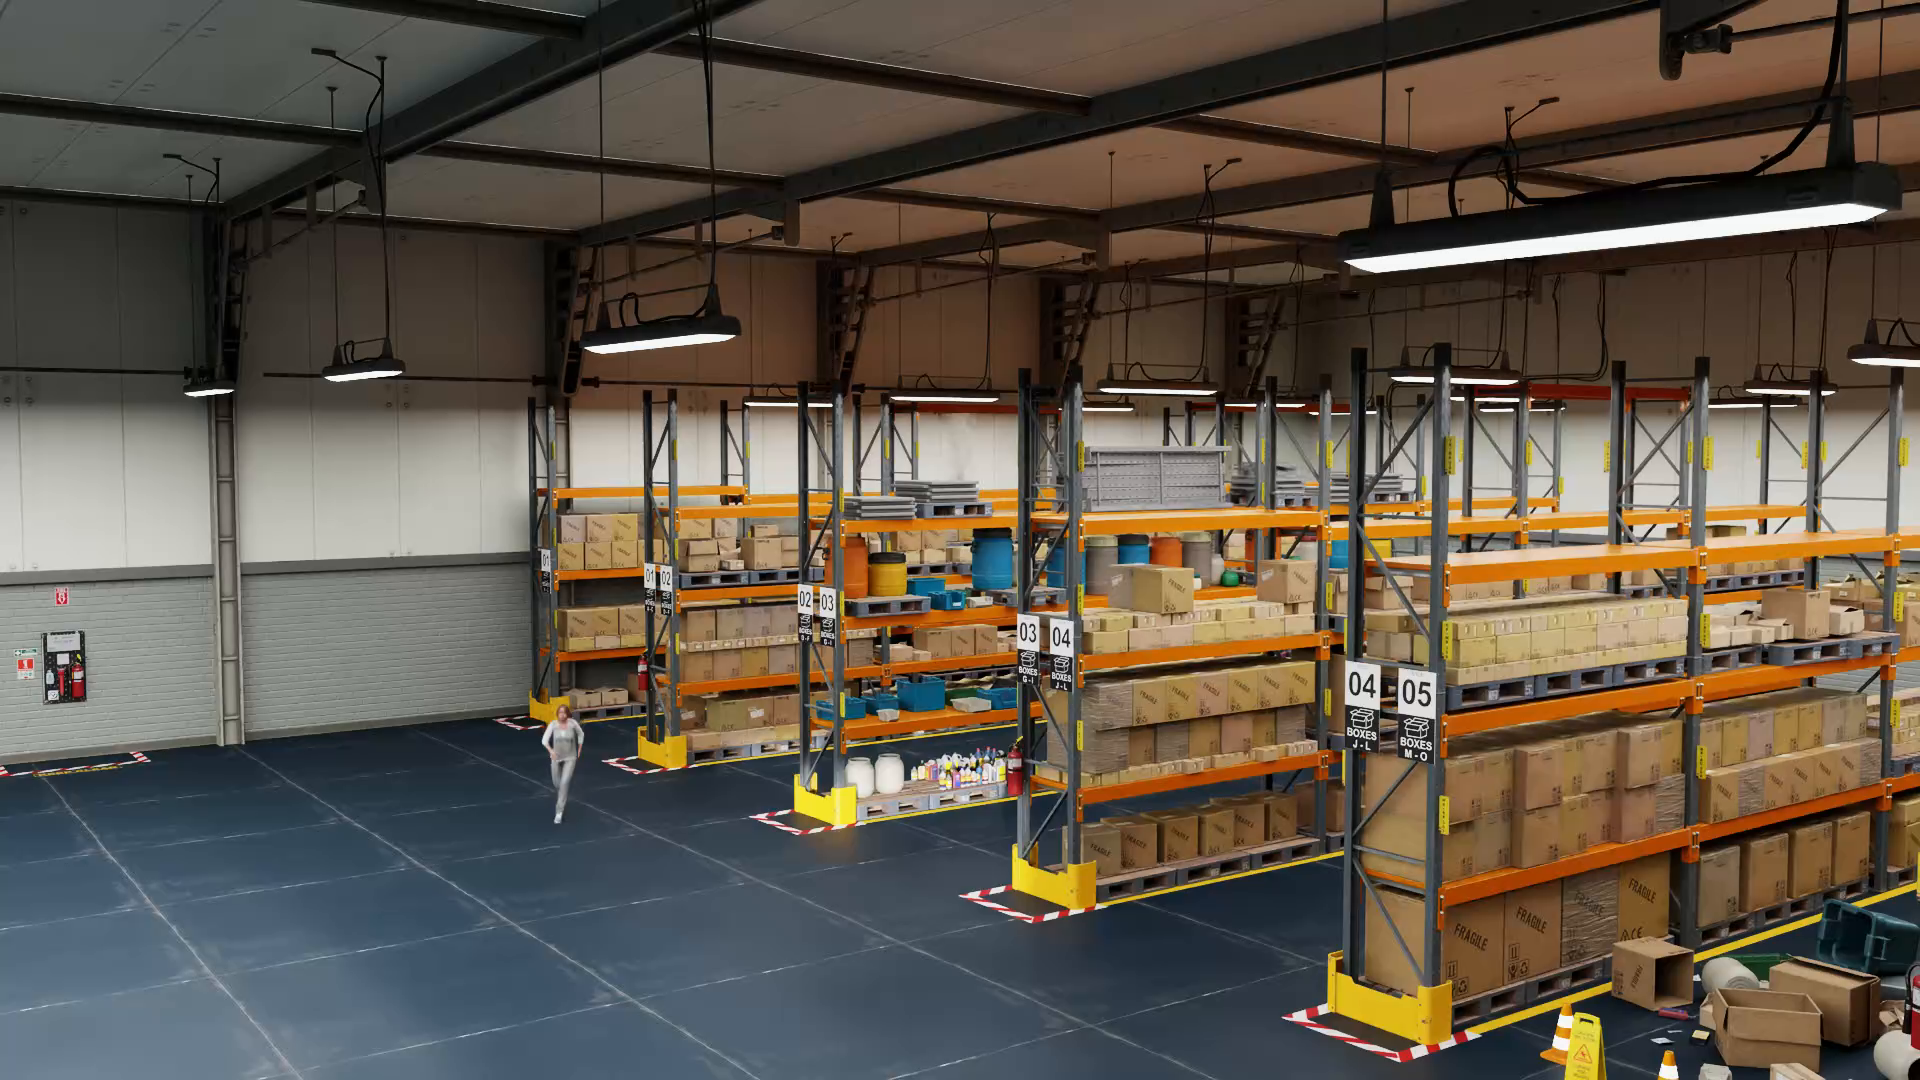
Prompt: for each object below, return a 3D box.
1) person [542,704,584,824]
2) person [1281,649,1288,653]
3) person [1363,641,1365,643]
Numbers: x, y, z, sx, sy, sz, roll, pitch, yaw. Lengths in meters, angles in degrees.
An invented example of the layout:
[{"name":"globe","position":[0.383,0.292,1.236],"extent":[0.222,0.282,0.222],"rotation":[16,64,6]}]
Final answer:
[{"name":"person","position":[-5.455,3.034,22.871],"extent":[0.566,1.588,0.800],"rotation":[-1,3,-10]},{"name":"person","position":[6.192,2.554,31.007],"extent":[0.891,1.631,0.595],"rotation":[-2,4,-35]},{"name":"person","position":[8.475,2.300,34.099],"extent":[0.693,1.711,0.638],"rotation":[3,5,43]}]
